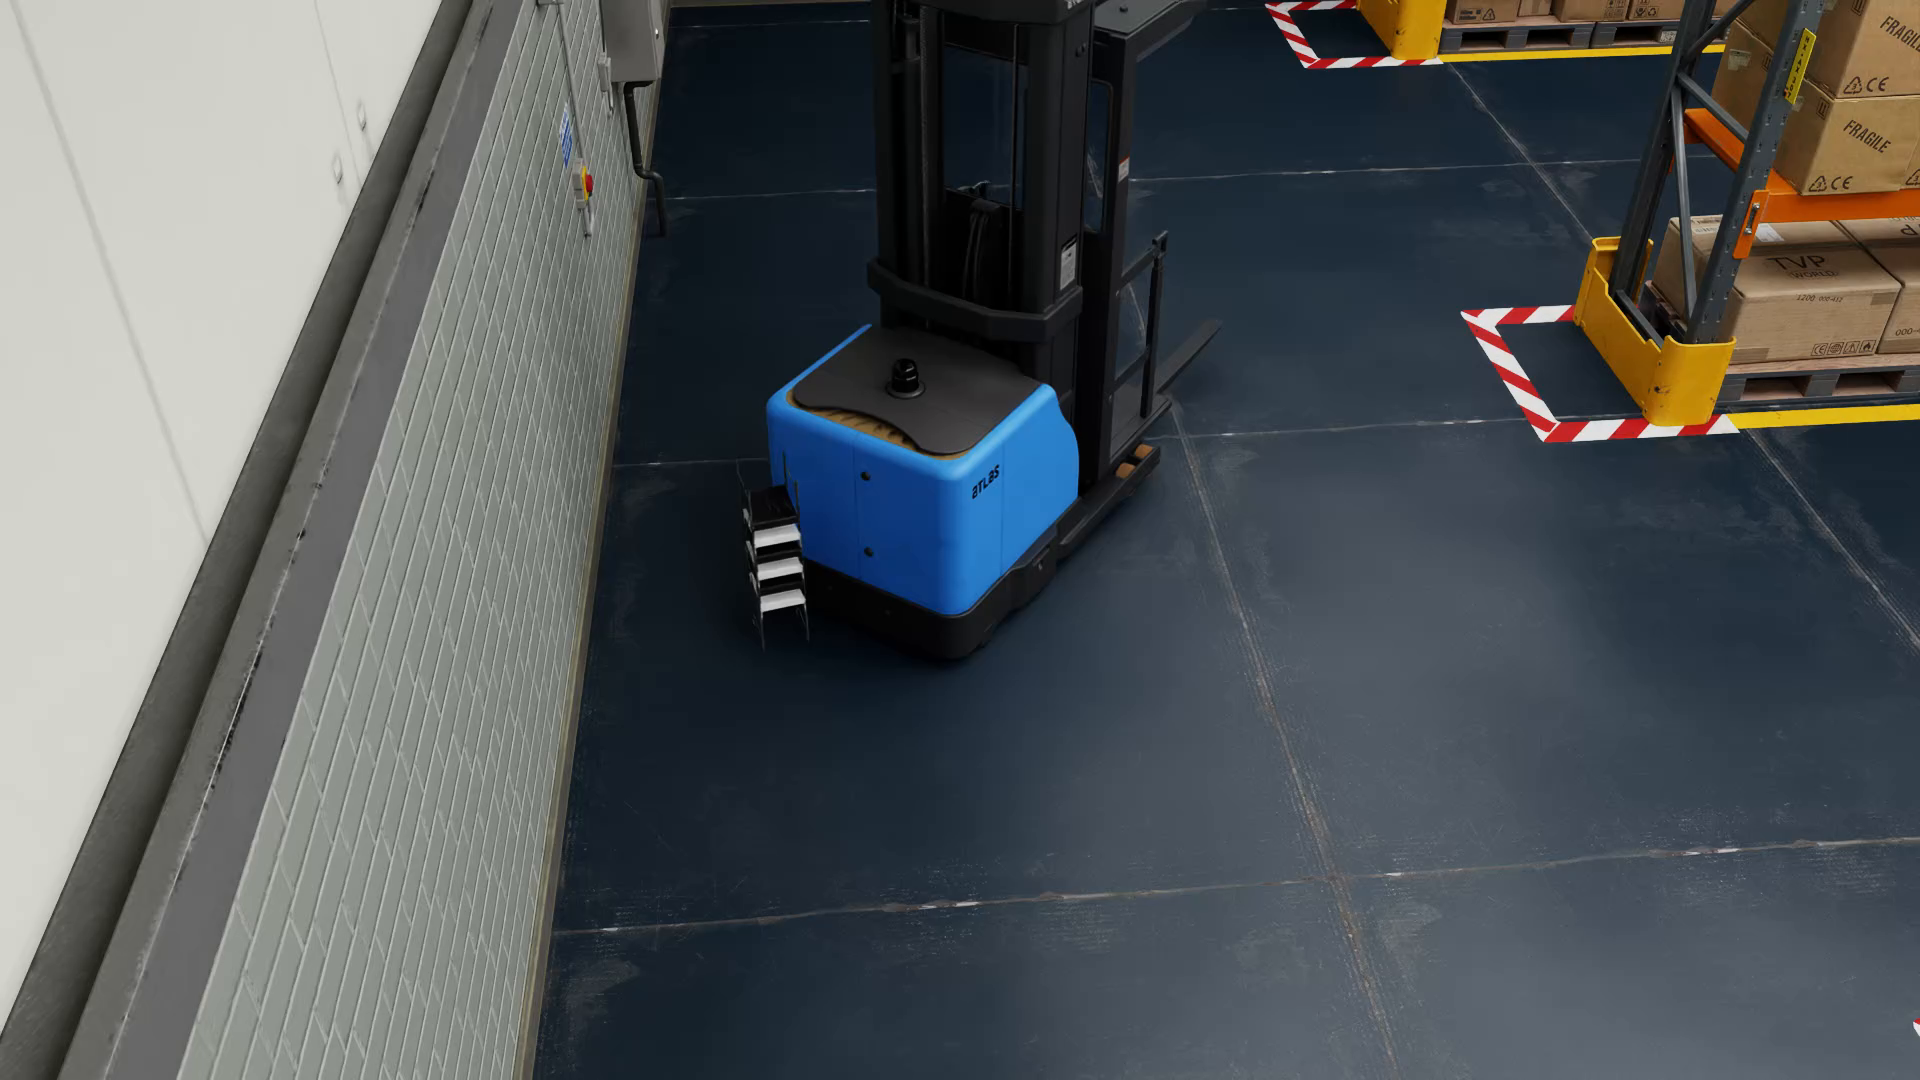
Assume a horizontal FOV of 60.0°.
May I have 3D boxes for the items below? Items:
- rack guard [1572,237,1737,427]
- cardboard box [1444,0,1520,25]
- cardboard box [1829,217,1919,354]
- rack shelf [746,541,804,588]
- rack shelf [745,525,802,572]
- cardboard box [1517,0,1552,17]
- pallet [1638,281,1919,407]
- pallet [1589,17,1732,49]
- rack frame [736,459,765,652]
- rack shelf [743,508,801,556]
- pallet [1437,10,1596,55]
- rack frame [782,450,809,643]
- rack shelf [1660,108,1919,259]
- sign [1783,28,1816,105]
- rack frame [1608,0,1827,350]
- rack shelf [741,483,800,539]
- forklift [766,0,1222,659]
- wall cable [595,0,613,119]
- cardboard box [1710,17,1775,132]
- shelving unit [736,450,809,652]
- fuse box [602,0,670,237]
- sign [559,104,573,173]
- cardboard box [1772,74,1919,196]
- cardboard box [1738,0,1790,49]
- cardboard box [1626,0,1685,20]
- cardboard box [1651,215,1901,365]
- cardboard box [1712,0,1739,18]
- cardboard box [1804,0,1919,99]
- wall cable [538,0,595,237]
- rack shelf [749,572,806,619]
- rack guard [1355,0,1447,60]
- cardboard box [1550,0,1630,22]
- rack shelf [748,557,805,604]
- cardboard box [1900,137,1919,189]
[{"bbox_3d":[3.791,-1.165,9.144,0.348,0.500,1.175,-3,38,-4],"label":"rack guard"},{"bbox_3d":[3.989,-4.370,12.865,0.637,0.503,0.797,-5,39,-6],"label":"cardboard box"},{"bbox_3d":[5.375,-1.460,9.230,0.875,0.438,0.875,-2,38,-3],"label":"cardboard box"},{"bbox_3d":[-0.815,0.085,7.290,0.200,0.077,0.258,-12,40,-14],"label":"rack shelf"},{"bbox_3d":[-0.815,0.015,7.234,0.200,0.077,0.258,-12,40,-14],"label":"rack shelf"},{"bbox_3d":[4.416,-4.230,12.974,0.250,0.149,0.380,-5,39,-6],"label":"cardboard box"},{"bbox_3d":[4.605,-1.145,9.352,1.213,0.211,1.003,-3,38,-4],"label":"pallet"},{"bbox_3d":[5.454,-4.228,13.261,1.213,0.211,1.003,-3,38,-4],"label":"pallet"},{"bbox_3d":[-0.911,0.079,7.244,0.006,0.900,0.240,-12,40,-14],"label":"rack frame"},{"bbox_3d":[-0.815,-0.055,7.178,0.200,0.077,0.258,-12,40,-14],"label":"rack shelf"},{"bbox_3d":[4.242,-4.163,13.178,1.213,0.211,1.003,-3,38,-4],"label":"pallet"},{"bbox_3d":[-0.718,0.039,7.294,0.006,0.900,0.240,-12,40,-14],"label":"rack frame"},{"bbox_3d":[5.807,-1.975,8.734,4.000,0.370,1.077,-3,38,-4],"label":"rack shelf"},{"bbox_3d":[3.858,-2.176,7.645,0.005,0.325,0.100,-3,38,-4],"label":"sign"},{"bbox_3d":[3.815,-2.147,8.372,0.127,3.000,1.000,-3,38,-4],"label":"rack frame"},{"bbox_3d":[-0.815,-0.126,7.121,0.200,0.077,0.258,-12,40,-14],"label":"rack shelf"},{"bbox_3d":[0.365,-1.513,7.623,1.130,2.935,3.031,21,43,25],"label":"forklift"},{"bbox_3d":[-1.937,-3.097,8.755,0.122,1.984,0.588,-3,38,-4],"label":"wall cable"},{"bbox_3d":[4.272,-2.376,8.581,0.500,0.500,0.500,-3,38,-4],"label":"cardboard box"},{"bbox_3d":[-0.815,0.059,7.269,0.210,0.900,0.258,-12,40,-14],"label":"shelving unit"},{"bbox_3d":[-1.840,-2.622,10.013,0.414,1.711,0.539,-3,38,-4],"label":"fuse box"},{"bbox_3d":[-1.856,-1.896,7.836,0.001,0.218,0.327,-3,38,-4],"label":"sign"},{"bbox_3d":[4.319,-2.036,8.150,0.500,0.500,0.500,-3,38,-4],"label":"cardboard box"},{"bbox_3d":[4.274,-2.752,8.251,0.500,0.500,0.500,-2,38,-2],"label":"cardboard box"},{"bbox_3d":[5.380,-4.358,12.853,0.500,0.500,0.500,-2,38,-3],"label":"cardboard box"},{"bbox_3d":[4.464,-1.404,9.160,0.875,0.438,0.875,-4,38,-6],"label":"cardboard box"},{"bbox_3d":[5.878,-4.448,12.967,0.500,0.500,0.700,-5,38,-6],"label":"cardboard box"},{"bbox_3d":[4.318,-2.430,7.842,0.500,0.500,0.500,-4,38,-5],"label":"cardboard box"},{"bbox_3d":[-1.799,-2.235,7.637,0.123,1.953,0.585,-3,38,-4],"label":"wall cable"},{"bbox_3d":[-0.815,0.226,7.402,0.200,0.077,0.258,-12,40,-14],"label":"rack shelf"},{"bbox_3d":[3.447,-4.232,13.033,0.348,0.500,1.175,-3,38,-4],"label":"rack guard"},{"bbox_3d":[4.844,-4.391,12.895,0.500,0.500,0.700,-2,38,-2],"label":"cardboard box"},{"bbox_3d":[-0.815,0.156,7.346,0.200,0.077,0.258,-12,40,-14],"label":"rack shelf"},{"bbox_3d":[4.820,-2.081,8.207,0.500,0.500,0.500,-4,38,-5],"label":"cardboard box"}]
